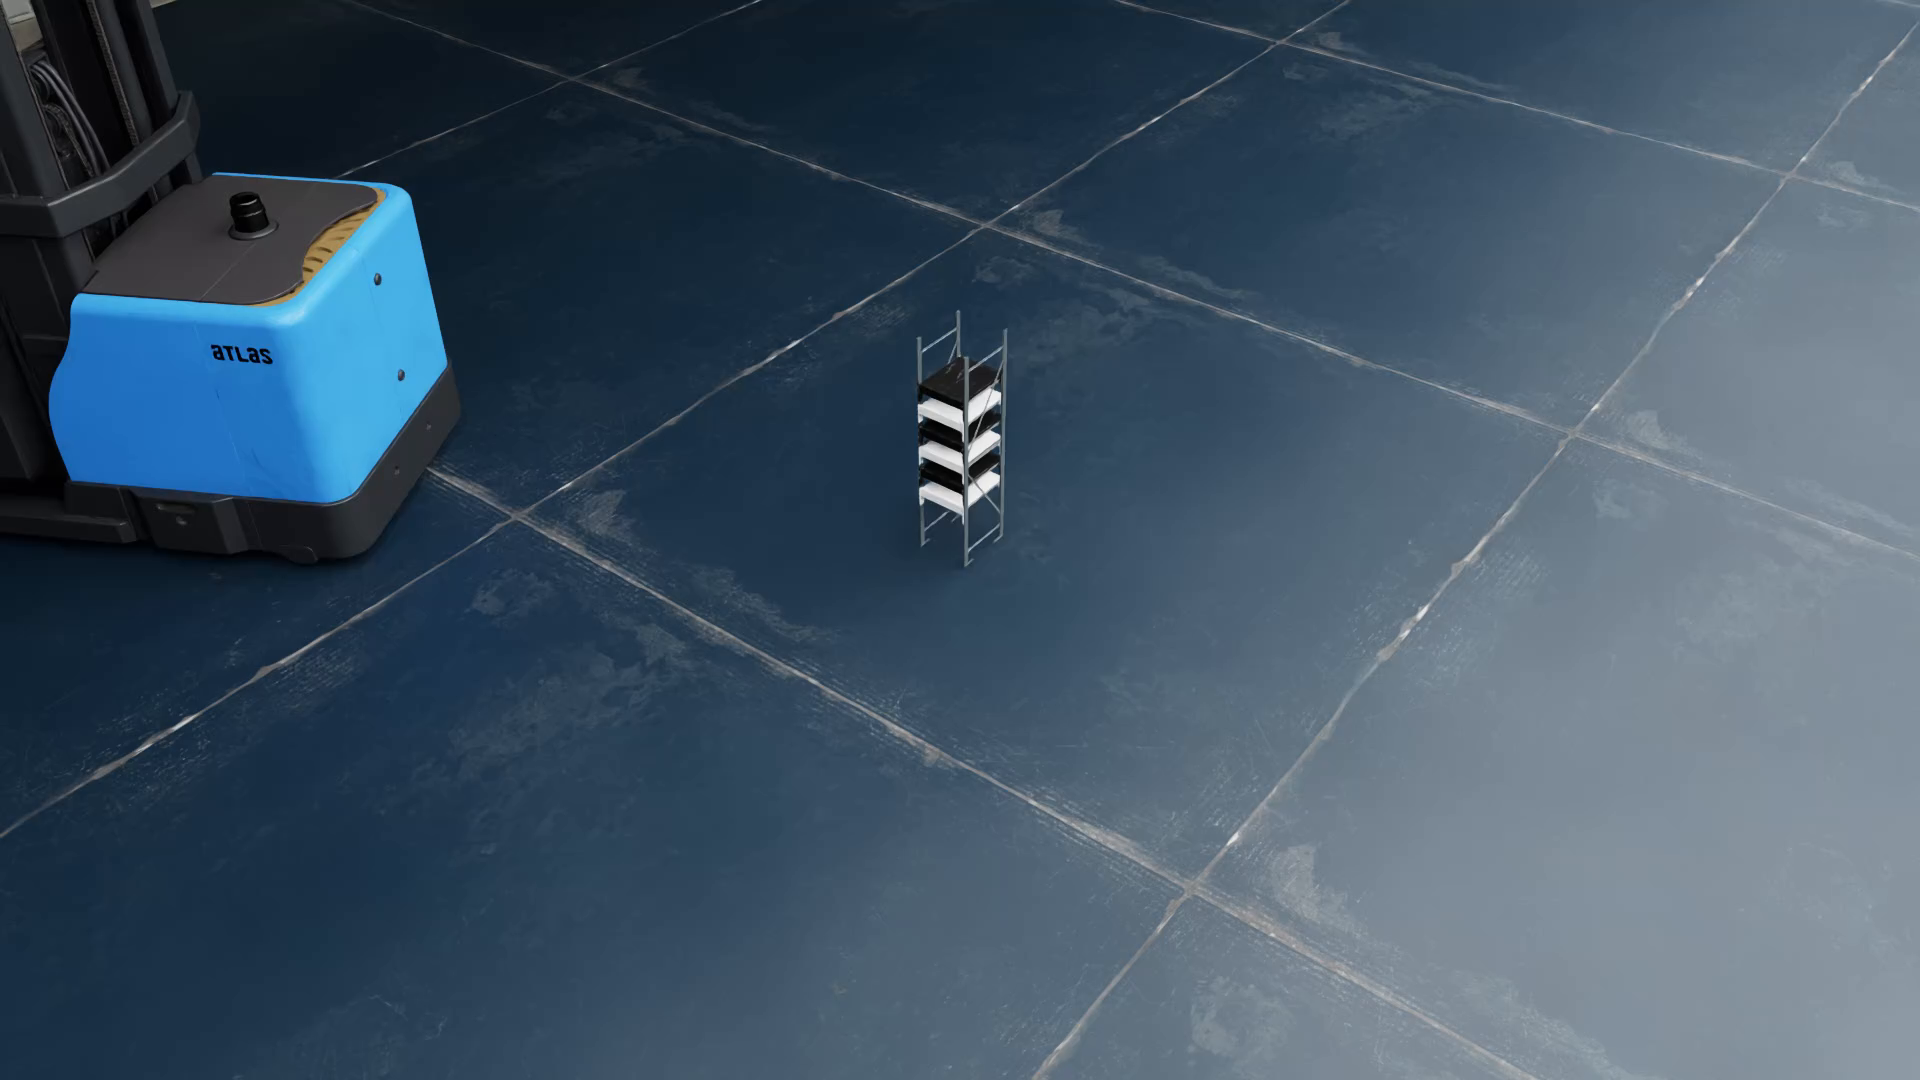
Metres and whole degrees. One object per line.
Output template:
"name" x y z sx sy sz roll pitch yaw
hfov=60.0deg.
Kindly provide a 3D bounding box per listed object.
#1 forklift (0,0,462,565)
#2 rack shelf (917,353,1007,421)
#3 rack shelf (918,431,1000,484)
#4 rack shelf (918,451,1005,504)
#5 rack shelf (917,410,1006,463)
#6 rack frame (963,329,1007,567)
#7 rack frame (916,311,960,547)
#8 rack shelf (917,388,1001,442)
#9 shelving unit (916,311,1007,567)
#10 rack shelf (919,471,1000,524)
"forklift" -3.593 -1.476 5.758 3.031 2.935 1.130 5 38 7
"rack shelf" 0.006 -0.538 5.823 0.200 0.077 0.258 25 45 29
"rack shelf" 0.006 -0.325 5.989 0.200 0.077 0.258 25 45 29
"rack shelf" 0.006 -0.254 6.045 0.200 0.077 0.258 25 45 29
"rack shelf" 0.006 -0.396 5.934 0.200 0.077 0.258 25 45 29
"rack frame" 0.087 -0.313 5.920 0.006 0.900 0.240 25 45 29
"rack frame" -0.074 -0.389 6.017 0.006 0.900 0.240 25 45 29
"rack shelf" 0.006 -0.467 5.878 0.200 0.077 0.258 25 45 29
"shelving unit" 0.006 -0.351 5.969 0.210 0.900 0.258 25 45 29
"rack shelf" 0.006 -0.183 6.100 0.200 0.077 0.258 25 45 29
